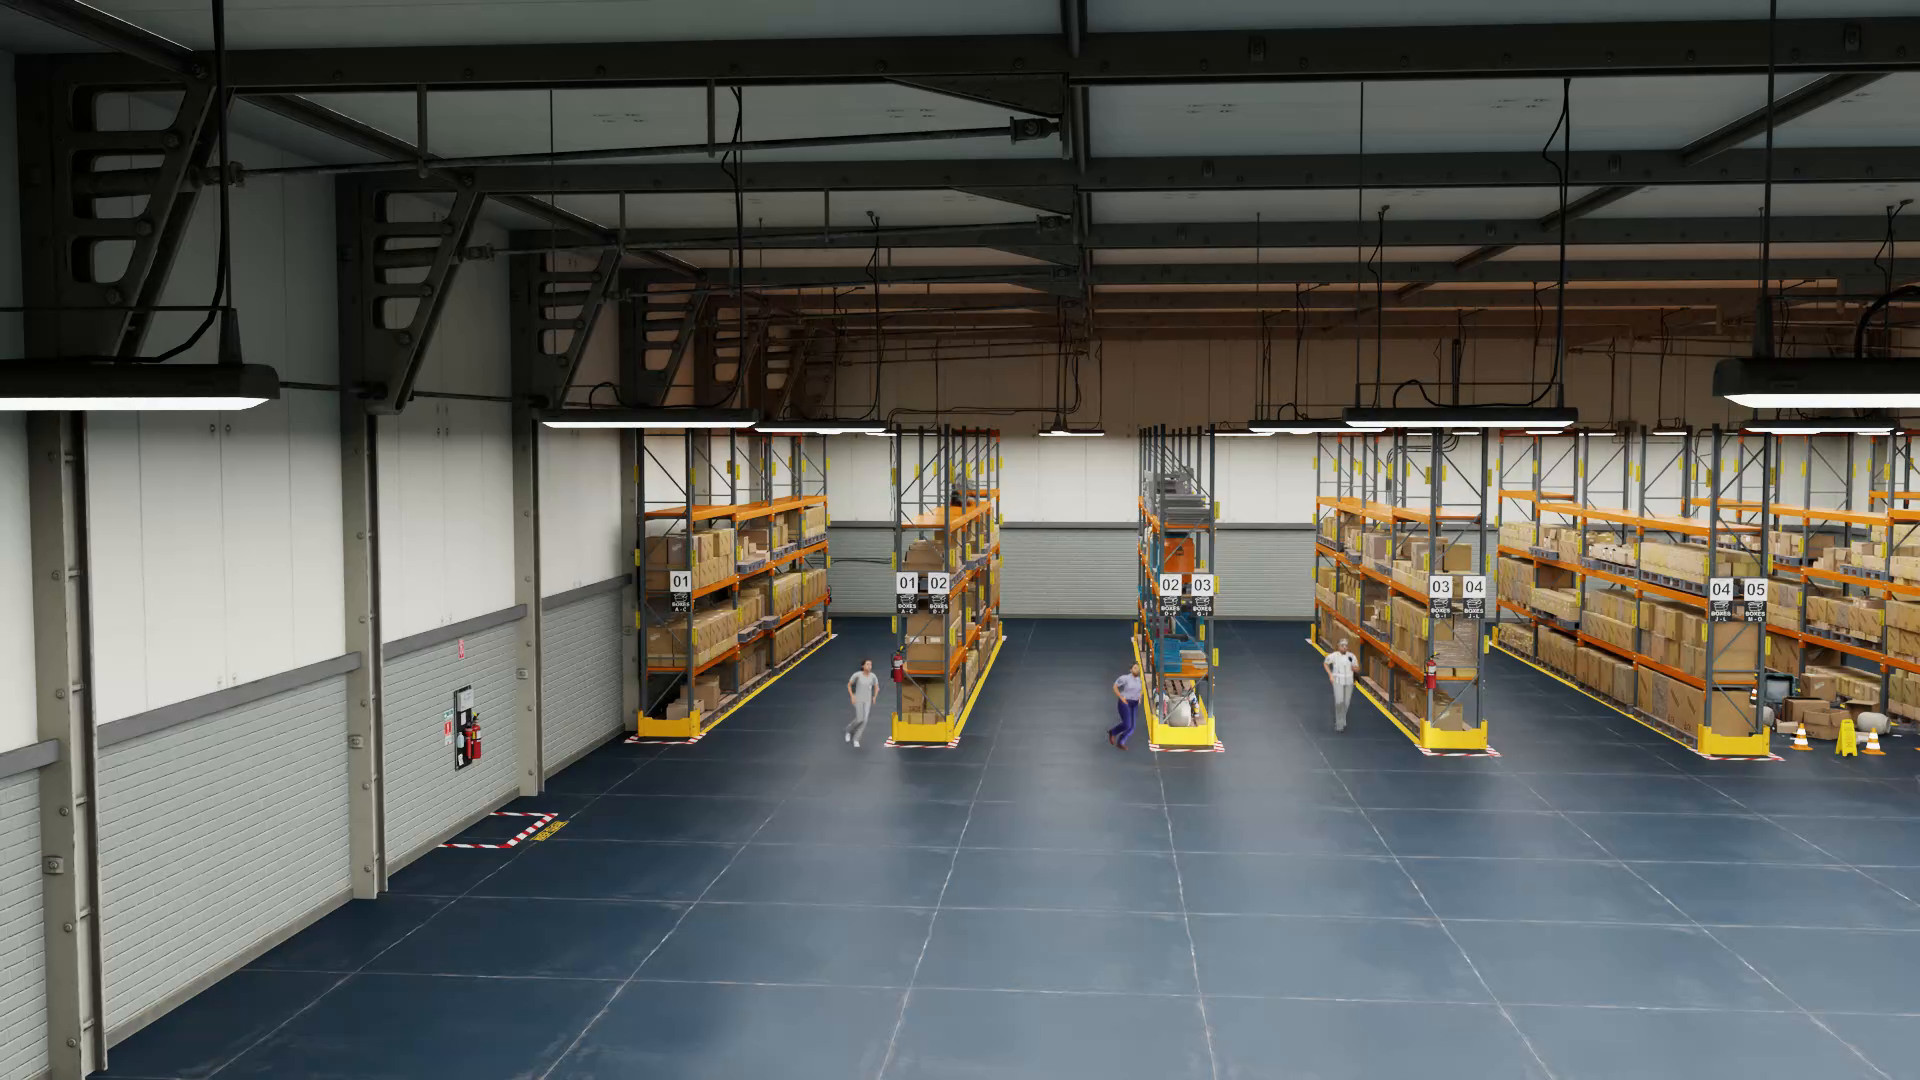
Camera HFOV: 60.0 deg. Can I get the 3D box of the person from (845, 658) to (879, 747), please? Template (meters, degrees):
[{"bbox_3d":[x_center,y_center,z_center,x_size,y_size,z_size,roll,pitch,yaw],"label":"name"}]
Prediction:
[{"bbox_3d":[-1.808,3.022,31.114,0.606,1.624,0.537,-2,4,-26],"label":"person"}]

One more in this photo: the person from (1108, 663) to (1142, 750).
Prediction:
[{"bbox_3d":[3.120,3.073,30.767,0.628,1.587,0.531,-3,4,-36],"label":"person"}]

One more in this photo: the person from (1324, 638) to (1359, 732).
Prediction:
[{"bbox_3d":[7.543,2.853,32.757,0.639,1.846,0.745,0,3,-4],"label":"person"}]
